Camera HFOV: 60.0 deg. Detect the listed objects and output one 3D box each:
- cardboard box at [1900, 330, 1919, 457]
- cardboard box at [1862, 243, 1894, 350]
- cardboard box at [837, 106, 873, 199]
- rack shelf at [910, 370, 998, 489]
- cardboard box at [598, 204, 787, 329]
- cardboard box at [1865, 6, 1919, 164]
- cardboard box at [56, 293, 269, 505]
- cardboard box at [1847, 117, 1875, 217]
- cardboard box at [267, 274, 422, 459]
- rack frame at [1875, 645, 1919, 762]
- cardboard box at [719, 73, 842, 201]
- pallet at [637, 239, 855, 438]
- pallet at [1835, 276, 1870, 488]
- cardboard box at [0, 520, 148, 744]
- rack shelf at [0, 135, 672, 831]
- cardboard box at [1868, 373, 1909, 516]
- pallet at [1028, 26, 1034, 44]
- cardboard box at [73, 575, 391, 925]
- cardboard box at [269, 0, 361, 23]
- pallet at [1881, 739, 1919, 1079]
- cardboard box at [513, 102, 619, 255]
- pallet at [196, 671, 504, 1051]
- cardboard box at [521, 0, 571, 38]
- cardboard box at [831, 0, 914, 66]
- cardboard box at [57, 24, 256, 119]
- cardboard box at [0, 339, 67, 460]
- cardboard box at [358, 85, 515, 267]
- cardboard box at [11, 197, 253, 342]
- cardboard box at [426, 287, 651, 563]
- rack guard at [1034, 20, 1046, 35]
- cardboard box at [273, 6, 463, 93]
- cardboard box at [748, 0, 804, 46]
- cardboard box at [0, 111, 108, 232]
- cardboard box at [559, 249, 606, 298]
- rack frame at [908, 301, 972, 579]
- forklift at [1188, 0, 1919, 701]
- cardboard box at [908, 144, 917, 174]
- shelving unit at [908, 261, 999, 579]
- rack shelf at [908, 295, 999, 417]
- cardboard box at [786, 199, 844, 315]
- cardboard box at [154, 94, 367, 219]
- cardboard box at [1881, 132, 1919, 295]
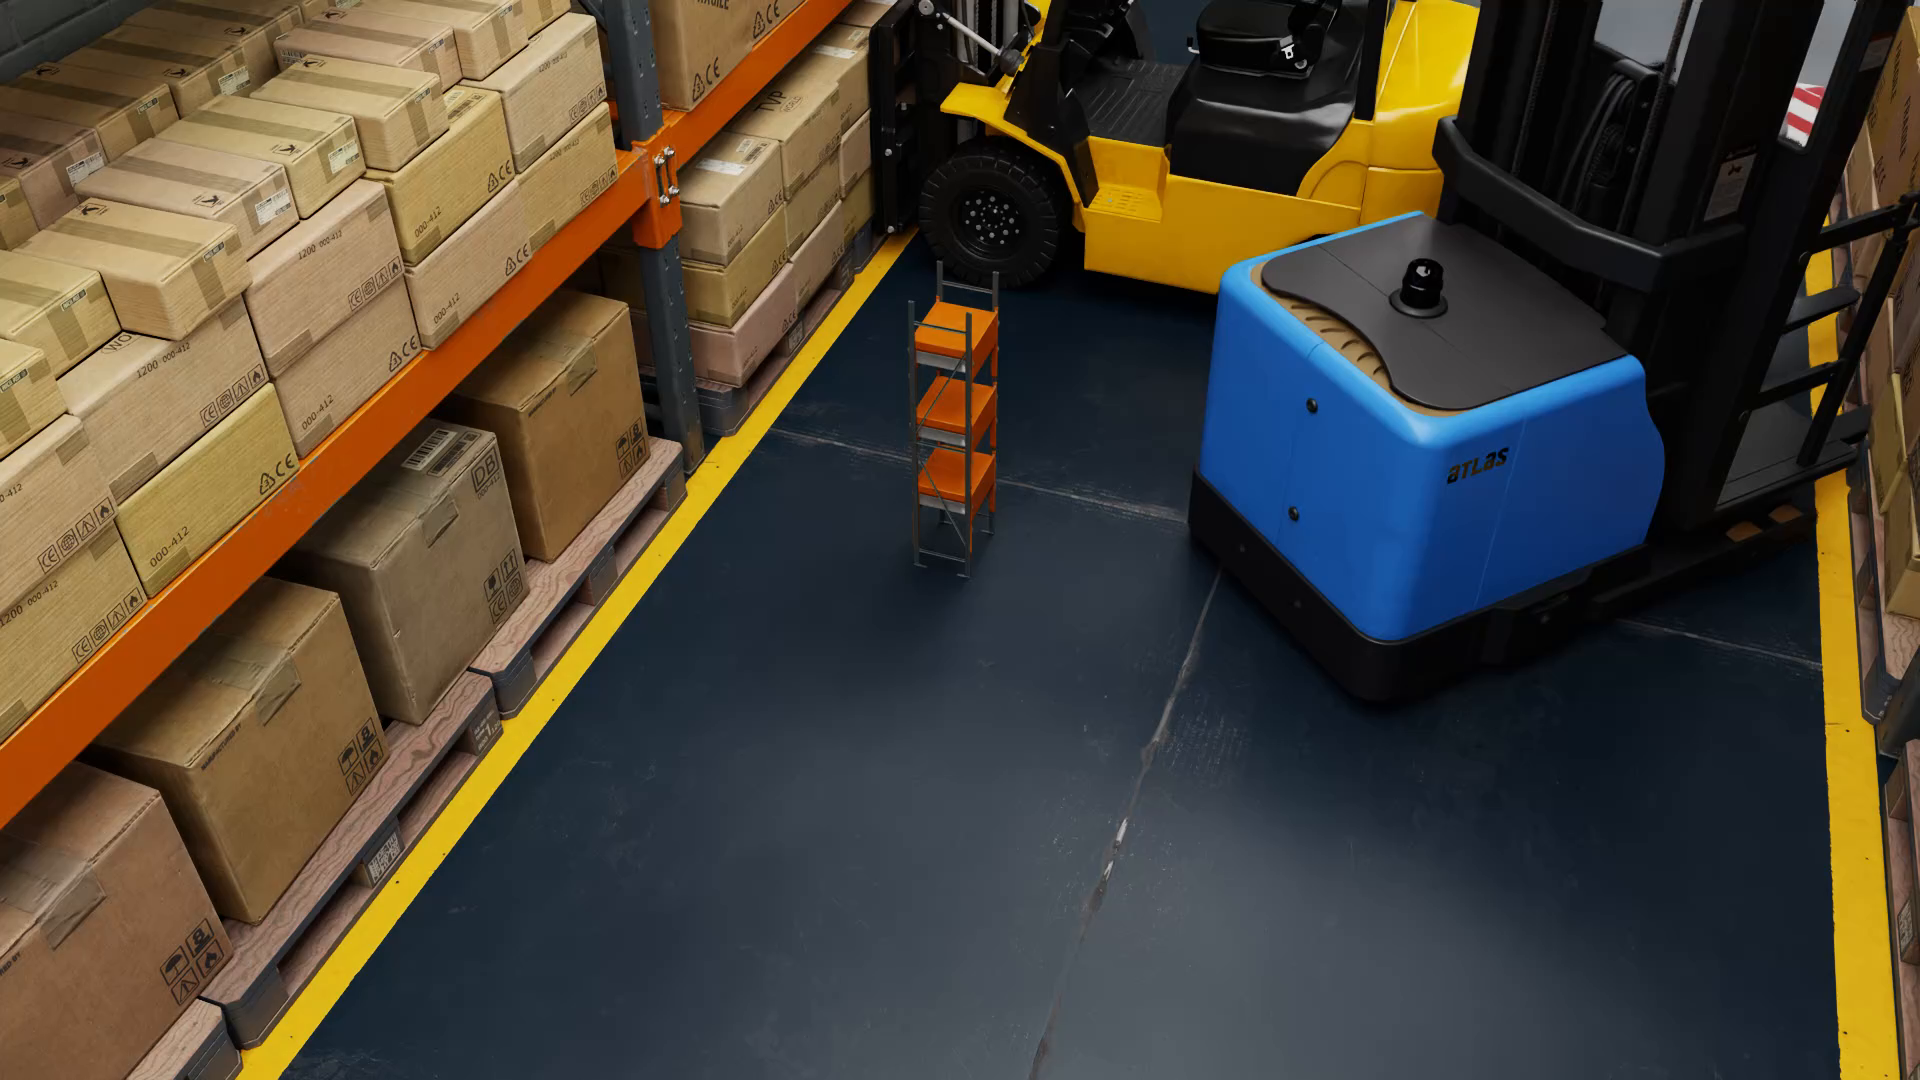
[{"bbox_3d":[3.366,-0.548,5.298,0.500,0.500,0.500,14,42,16],"label":"cardboard box"},{"bbox_3d":[3.719,-0.895,6.283,0.500,0.250,0.500,16,43,18],"label":"cardboard box"},{"bbox_3d":[-0.614,-1.659,6.793,0.500,0.250,0.500,13,42,15],"label":"cardboard box"},{"bbox_3d":[-0.018,-0.359,5.378,0.215,0.259,0.240,13,42,15],"label":"rack shelf"},{"bbox_3d":[-0.967,-1.048,6.077,0.500,0.250,0.500,13,42,15],"label":"cardboard box"},{"bbox_3d":[4.068,-1.811,6.779,0.500,0.500,0.500,12,42,14],"label":"cardboard box"},{"bbox_3d":[-1.890,-0.365,3.597,0.500,0.250,0.500,14,42,16],"label":"cardboard box"},{"bbox_3d":[4.075,-1.541,7.040,0.500,0.250,0.500,13,42,15],"label":"cardboard box"},{"bbox_3d":[-1.714,-0.491,4.130,0.500,0.250,0.500,14,42,15],"label":"cardboard box"},{"bbox_3d":[3.243,-0.418,3.929,1.000,3.000,0.127,13,42,15],"label":"rack frame"},{"bbox_3d":[-0.778,-1.546,6.276,0.500,0.250,0.500,13,42,15],"label":"cardboard box"},{"bbox_3d":[-1.111,-0.932,6.680,1.003,0.211,1.213,13,42,15],"label":"pallet"},{"bbox_3d":[3.855,-0.521,6.198,1.003,0.211,1.213,13,42,15],"label":"pallet"},{"bbox_3d":[-2.063,0.142,3.388,0.500,0.250,0.500,12,42,14],"label":"cardboard box"},{"bbox_3d":[-2.107,-0.024,4.021,1.077,0.370,4.000,13,42,15],"label":"rack shelf"},{"bbox_3d":[3.365,-0.279,5.561,0.500,0.250,0.500,12,42,14],"label":"cardboard box"},{"bbox_3d":[-0.277,-2.420,8.424,1.003,0.211,1.213,13,42,15],"label":"pallet"},{"bbox_3d":[-2.118,0.478,4.385,0.875,0.625,0.625,12,42,13],"label":"cardboard box"},{"bbox_3d":[-1.885,-1.483,4.601,0.380,0.149,0.250,12,42,14],"label":"cardboard box"},{"bbox_3d":[2.978,1.118,4.277,1.003,0.211,1.213,13,42,15],"label":"pallet"},{"bbox_3d":[-1.349,-1.095,4.838,0.500,0.250,0.500,14,42,16],"label":"cardboard box"},{"bbox_3d":[-2.053,0.748,4.710,1.003,0.211,1.213,13,42,15],"label":"pallet"},{"bbox_3d":[-1.331,-1.544,4.672,0.380,0.149,0.250,15,43,17],"label":"cardboard box"},{"bbox_3d":[-0.432,-2.171,7.008,0.500,0.250,0.500,12,42,14],"label":"cardboard box"},{"bbox_3d":[-2.039,-1.171,4.234,0.380,0.149,0.250,13,42,15],"label":"cardboard box"},{"bbox_3d":[-1.973,-0.281,3.191,0.380,0.149,0.250,14,42,16],"label":"cardboard box"},{"bbox_3d":[-1.519,-0.979,4.316,0.500,0.250,0.500,12,42,14],"label":"cardboard box"},{"bbox_3d":[-1.758,-0.580,3.541,0.380,0.149,0.250,12,42,14],"label":"cardboard box"},{"bbox_3d":[-1.590,-0.453,5.476,0.875,0.625,0.625,15,43,17],"label":"cardboard box"},{"bbox_3d":[-0.047,-3.021,8.905,1.175,0.500,0.348,13,42,15],"label":"rack guard"},{"bbox_3d":[-1.535,-1.245,4.322,0.380,0.149,0.250,13,42,15],"label":"cardboard box"},{"bbox_3d":[-0.863,-2.089,5.811,0.500,0.500,0.500,14,42,16],"label":"cardboard box"},{"bbox_3d":[-2.230,-0.869,3.881,0.380,0.149,0.250,13,42,15],"label":"cardboard box"},{"bbox_3d":[-1.449,-1.163,6.212,0.500,0.250,0.500,12,42,14],"label":"cardboard box"},{"bbox_3d":[-0.060,-0.292,5.284,0.200,1.050,0.008,13,42,15],"label":"rack frame"},{"bbox_3d":[2.330,-1.299,5.014,3.031,2.935,1.130,-19,44,-21],"label":"forklift"},{"bbox_3d":[-0.434,-1.788,7.329,0.500,0.250,0.500,15,43,16],"label":"cardboard box"},{"bbox_3d":[-0.018,-0.367,5.371,0.215,1.050,0.252,13,42,15],"label":"shelving unit"},{"bbox_3d":[-0.018,-0.575,5.194,0.215,0.259,0.240,13,42,15],"label":"rack shelf"},{"bbox_3d":[-0.787,-1.166,6.600,0.500,0.250,0.500,12,42,14],"label":"cardboard box"},{"bbox_3d":[-1.649,-0.910,3.928,0.380,0.149,0.250,12,42,14],"label":"cardboard box"},{"bbox_3d":[3.714,-1.187,6.048,0.500,0.500,0.500,14,42,16],"label":"cardboard box"}]
